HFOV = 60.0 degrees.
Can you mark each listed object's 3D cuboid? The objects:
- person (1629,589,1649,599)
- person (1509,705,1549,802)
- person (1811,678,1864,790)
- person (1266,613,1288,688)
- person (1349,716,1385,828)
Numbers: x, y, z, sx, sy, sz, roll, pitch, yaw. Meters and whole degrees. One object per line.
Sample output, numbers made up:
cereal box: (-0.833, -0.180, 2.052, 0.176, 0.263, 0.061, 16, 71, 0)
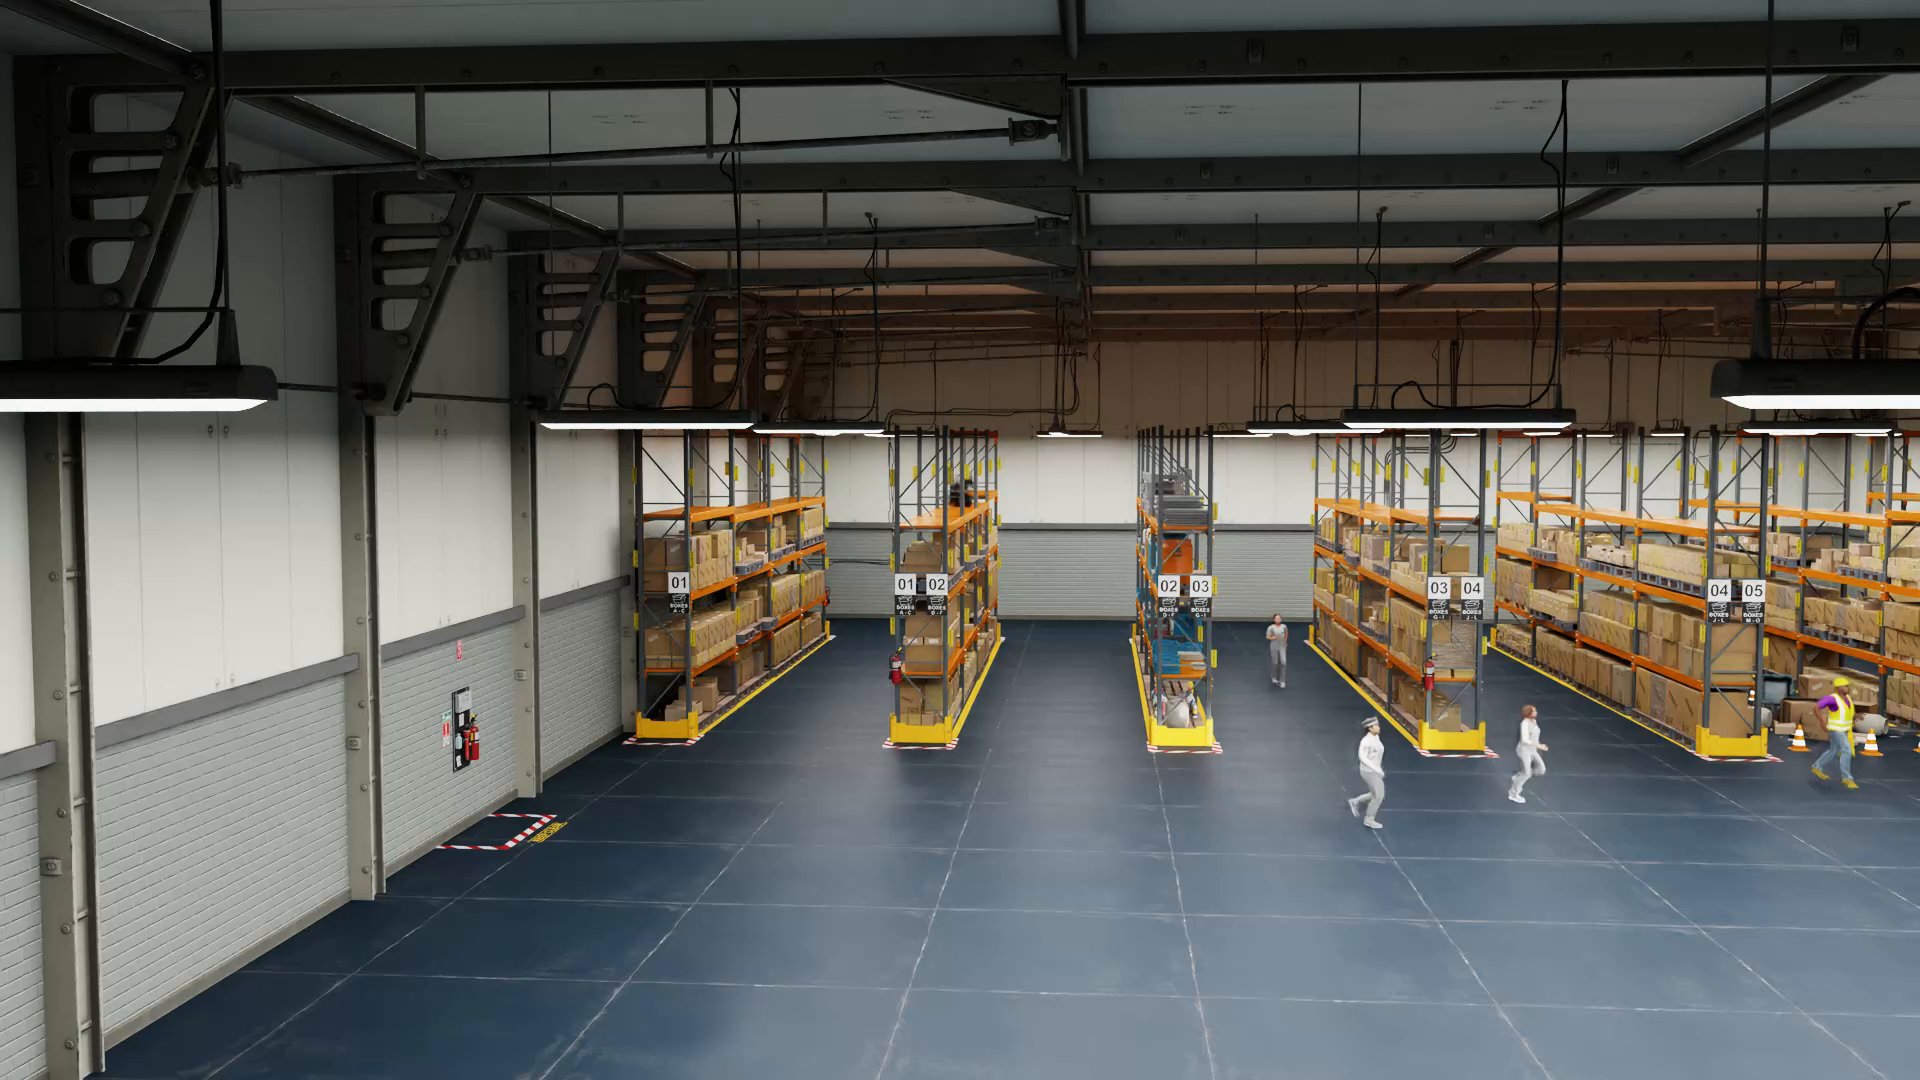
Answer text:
person: (19.238, 1.998, 47.309, 1.028, 1.796, 0.717, 0, 3, 3)
person: (9.012, 3.367, 26.281, 0.630, 1.555, 0.567, 3, 4, 39)
person: (14.578, 3.179, 27.610, 0.685, 1.804, 0.848, -3, 4, -38)
person: (7.387, 2.562, 38.719, 0.551, 1.726, 0.784, 0, 3, 0)
person: (6.037, 3.420, 24.648, 0.571, 1.649, 0.652, 2, 4, 29)
